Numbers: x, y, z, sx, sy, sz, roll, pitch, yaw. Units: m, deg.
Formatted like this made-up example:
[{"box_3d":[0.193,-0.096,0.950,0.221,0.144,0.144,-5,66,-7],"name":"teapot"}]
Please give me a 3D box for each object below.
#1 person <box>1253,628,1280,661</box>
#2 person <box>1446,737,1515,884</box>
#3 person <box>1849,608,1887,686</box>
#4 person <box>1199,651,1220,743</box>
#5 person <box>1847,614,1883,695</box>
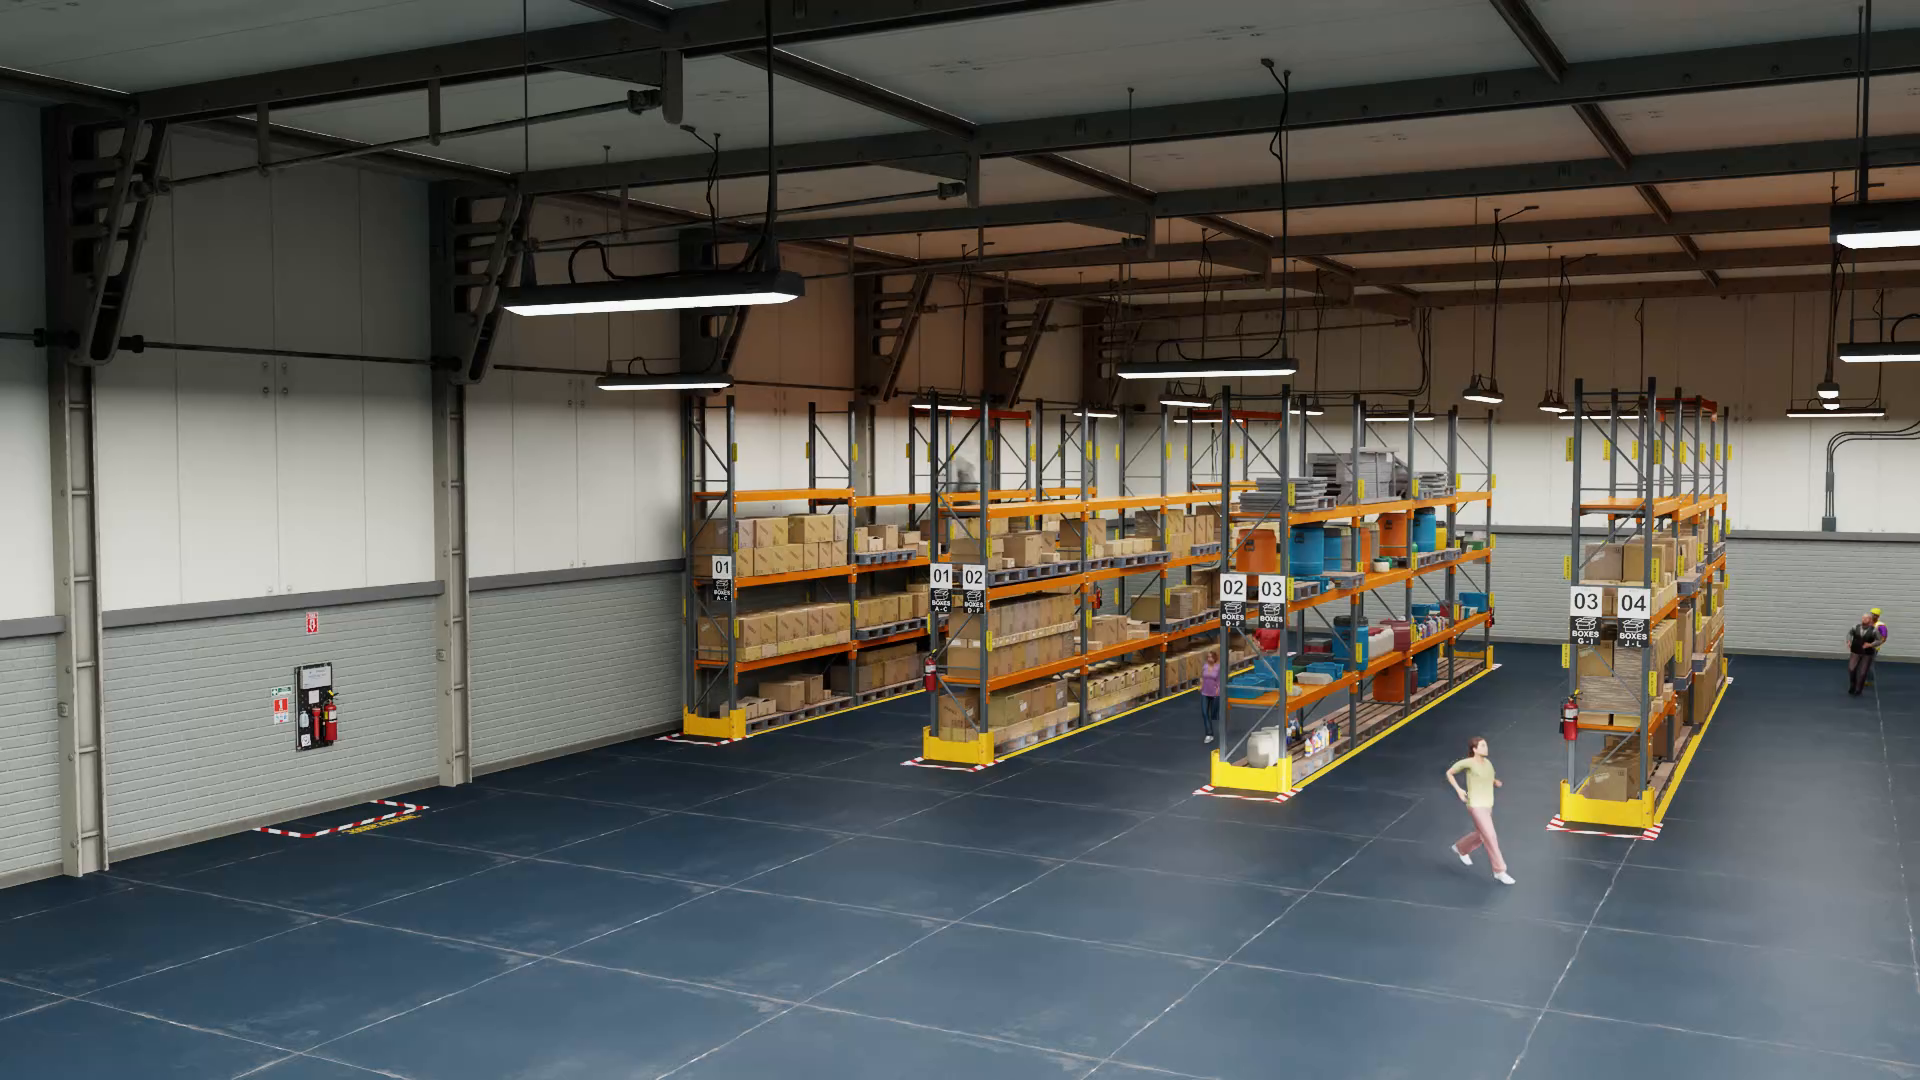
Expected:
[{"box_3d":[6.306,2.371,33.974,0.654,1.732,0.824,1,3,17],"name":"person"},{"box_3d":[6.152,3.130,19.557,0.583,1.627,1.033,-2,4,-34],"name":"person"},{"box_3d":[19.332,2.295,35.316,0.594,1.738,0.760,-1,3,-15],"name":"person"},{"box_3d":[4.386,2.709,28.933,0.541,1.576,0.676,2,3,29],"name":"person"},{"box_3d":[18.537,2.362,34.128,0.688,1.710,0.589,3,4,40],"name":"person"}]
